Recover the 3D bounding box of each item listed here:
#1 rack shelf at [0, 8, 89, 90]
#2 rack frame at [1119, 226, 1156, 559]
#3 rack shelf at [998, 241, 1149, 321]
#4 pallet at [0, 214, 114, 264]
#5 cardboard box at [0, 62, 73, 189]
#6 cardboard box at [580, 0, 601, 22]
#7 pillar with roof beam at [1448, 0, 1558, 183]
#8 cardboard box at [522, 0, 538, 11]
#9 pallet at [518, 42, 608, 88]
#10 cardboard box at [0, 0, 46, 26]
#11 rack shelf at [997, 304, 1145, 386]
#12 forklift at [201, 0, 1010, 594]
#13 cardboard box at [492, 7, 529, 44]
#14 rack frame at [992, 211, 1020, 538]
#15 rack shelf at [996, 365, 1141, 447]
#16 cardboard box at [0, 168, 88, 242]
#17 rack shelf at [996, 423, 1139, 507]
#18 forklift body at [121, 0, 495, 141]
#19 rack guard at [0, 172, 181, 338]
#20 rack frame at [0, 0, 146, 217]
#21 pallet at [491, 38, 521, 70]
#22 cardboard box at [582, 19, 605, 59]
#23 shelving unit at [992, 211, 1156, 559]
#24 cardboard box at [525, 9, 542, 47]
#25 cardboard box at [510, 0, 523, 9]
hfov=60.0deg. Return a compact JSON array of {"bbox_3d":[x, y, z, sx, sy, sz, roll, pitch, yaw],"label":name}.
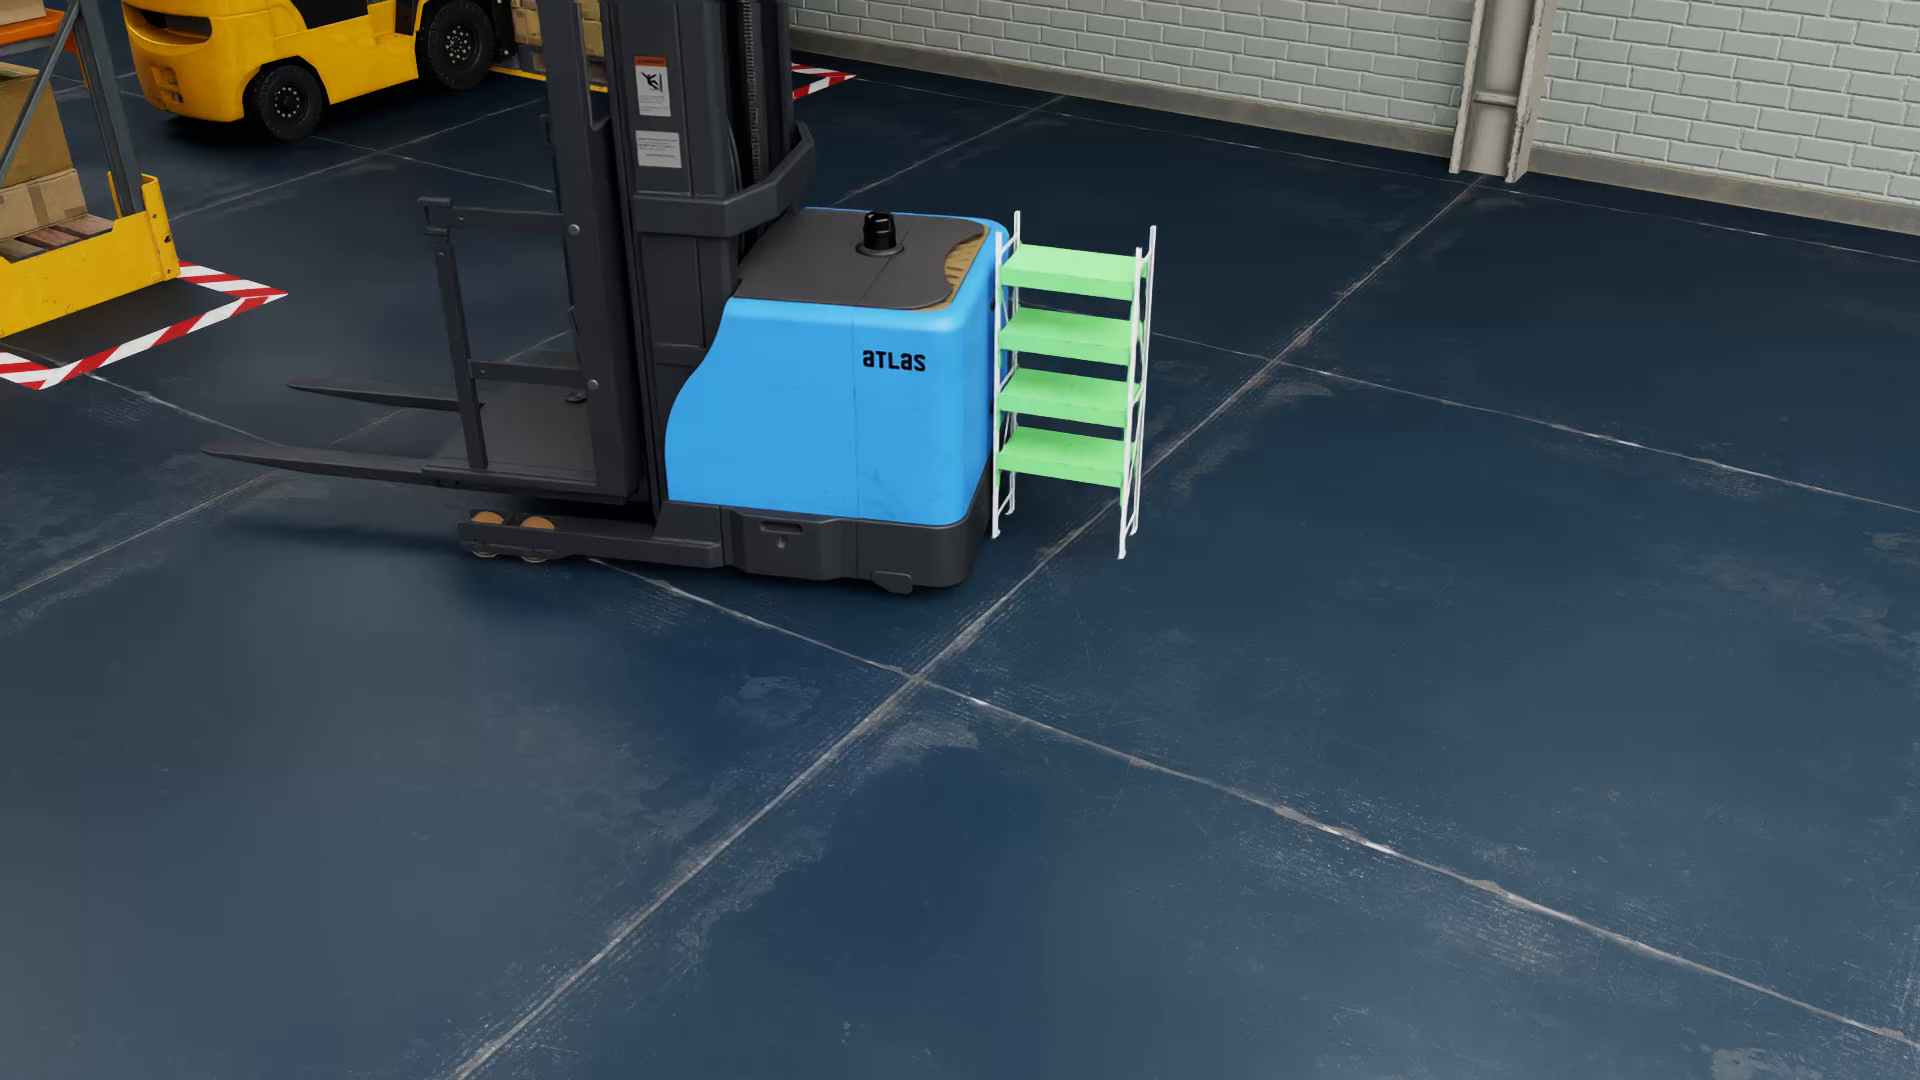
[{"bbox_3d":[-6.095,-2.679,8.579,4.000,0.370,1.077,18,35,27],"label":"rack shelf"},{"bbox_3d":[0.630,-0.505,5.925,0.015,1.200,0.240,9,32,16],"label":"rack frame"},{"bbox_3d":[0.399,-0.903,5.782,0.480,0.148,0.258,9,32,16],"label":"rack shelf"},{"bbox_3d":[-5.134,-1.503,8.616,1.213,0.211,1.003,18,35,27],"label":"pallet"},{"bbox_3d":[-4.957,-2.112,8.461,0.500,0.500,0.500,16,34,26],"label":"cardboard box"},{"bbox_3d":[-2.343,-3.780,11.568,0.500,0.250,0.500,17,34,27],"label":"cardboard box"},{"bbox_3d":[0.918,-4.291,4.675,0.400,9.000,9.100,18,35,27],"label":"pillar with roof beam"},{"bbox_3d":[-2.763,-3.919,11.807,0.500,0.250,0.500,17,34,27],"label":"cardboard box"},{"bbox_3d":[-2.435,-3.556,12.136,1.213,0.211,1.003,18,35,27],"label":"pallet"},{"bbox_3d":[-4.578,-2.525,7.850,0.250,0.149,0.380,18,35,28],"label":"cardboard box"},{"bbox_3d":[0.399,-0.696,5.903,0.480,0.148,0.258,9,32,16],"label":"rack shelf"},{"bbox_3d":[-1.374,-1.436,5.802,3.031,2.935,1.130,6,31,10],"label":"forklift"},{"bbox_3d":[-3.166,-3.833,12.156,0.500,0.250,0.500,18,35,28],"label":"cardboard box"},{"bbox_3d":[0.167,-0.582,6.058,0.015,1.200,0.240,9,32,16],"label":"rack frame"},{"bbox_3d":[0.399,-0.489,6.024,0.480,0.148,0.258,9,32,16],"label":"rack shelf"},{"bbox_3d":[-4.937,-1.782,8.639,0.500,0.250,0.500,17,34,27],"label":"cardboard box"},{"bbox_3d":[0.399,-0.281,6.145,0.480,0.148,0.258,9,32,16],"label":"rack shelf"},{"bbox_3d":[-4.341,-3.936,10.863,1.214,2.155,2.313,18,35,27],"label":"forklift body"},{"bbox_3d":[-4.465,-1.395,8.144,0.348,0.500,1.175,18,35,27],"label":"rack guard"},{"bbox_3d":[-4.401,-2.454,7.480,0.127,3.000,1.000,18,35,27],"label":"rack frame"},{"bbox_3d":[-3.464,-3.883,12.697,1.213,0.211,1.003,18,35,27],"label":"pallet"},{"bbox_3d":[-2.331,-3.558,11.684,0.500,0.250,0.500,18,35,28],"label":"cardboard box"},{"bbox_3d":[0.399,-0.544,5.991,0.503,1.200,0.258,9,32,16],"label":"shelving unit"},{"bbox_3d":[-2.747,-3.695,11.920,0.500,0.250,0.500,18,35,27],"label":"cardboard box"},{"bbox_3d":[-3.211,-4.048,12.028,0.500,0.250,0.500,17,34,26],"label":"cardboard box"}]
